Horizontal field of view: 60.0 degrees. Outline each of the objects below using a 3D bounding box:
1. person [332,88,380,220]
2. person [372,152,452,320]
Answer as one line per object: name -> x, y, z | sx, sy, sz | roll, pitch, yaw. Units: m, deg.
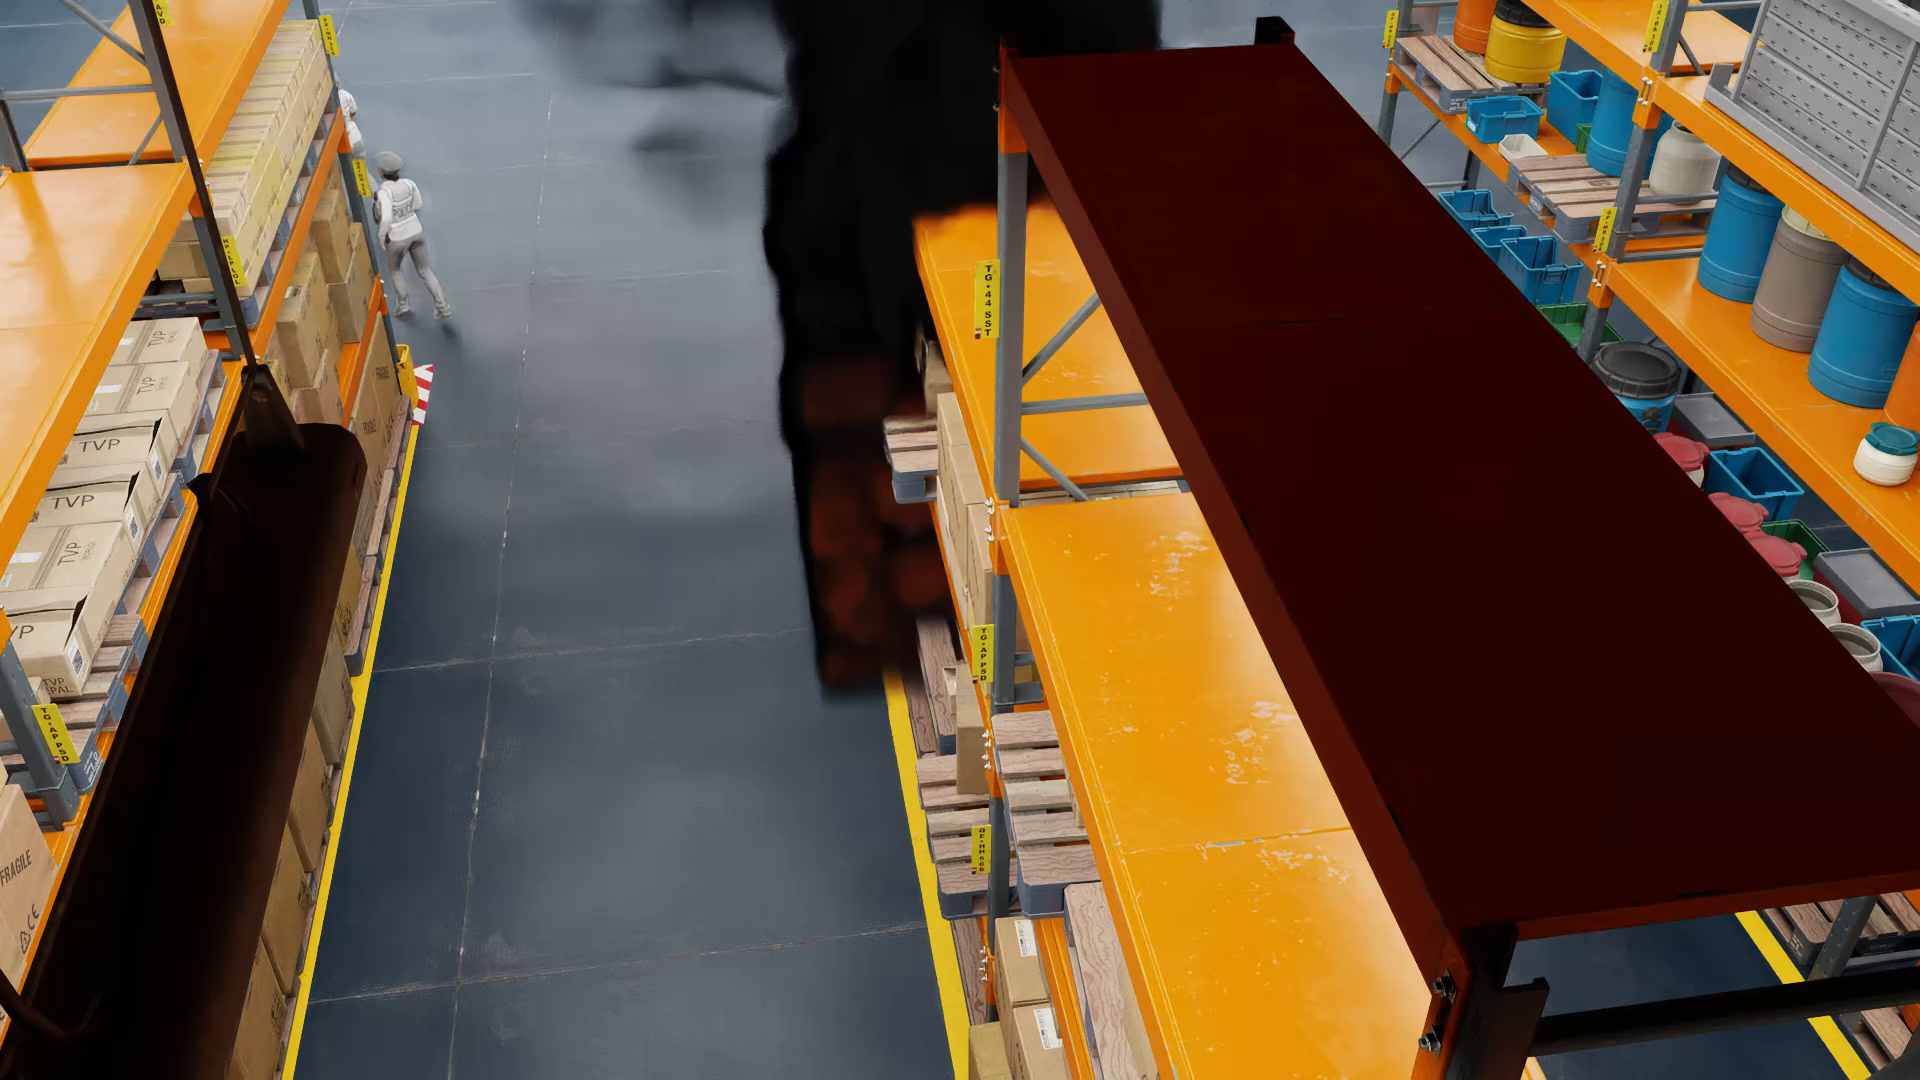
person -> -6.547, -4.166, 17.697 | 0.874, 1.695, 0.624 | 20, 41, 24
person -> -5.298, -2.847, 15.905 | 0.775, 1.746, 0.623 | 25, 43, 30
